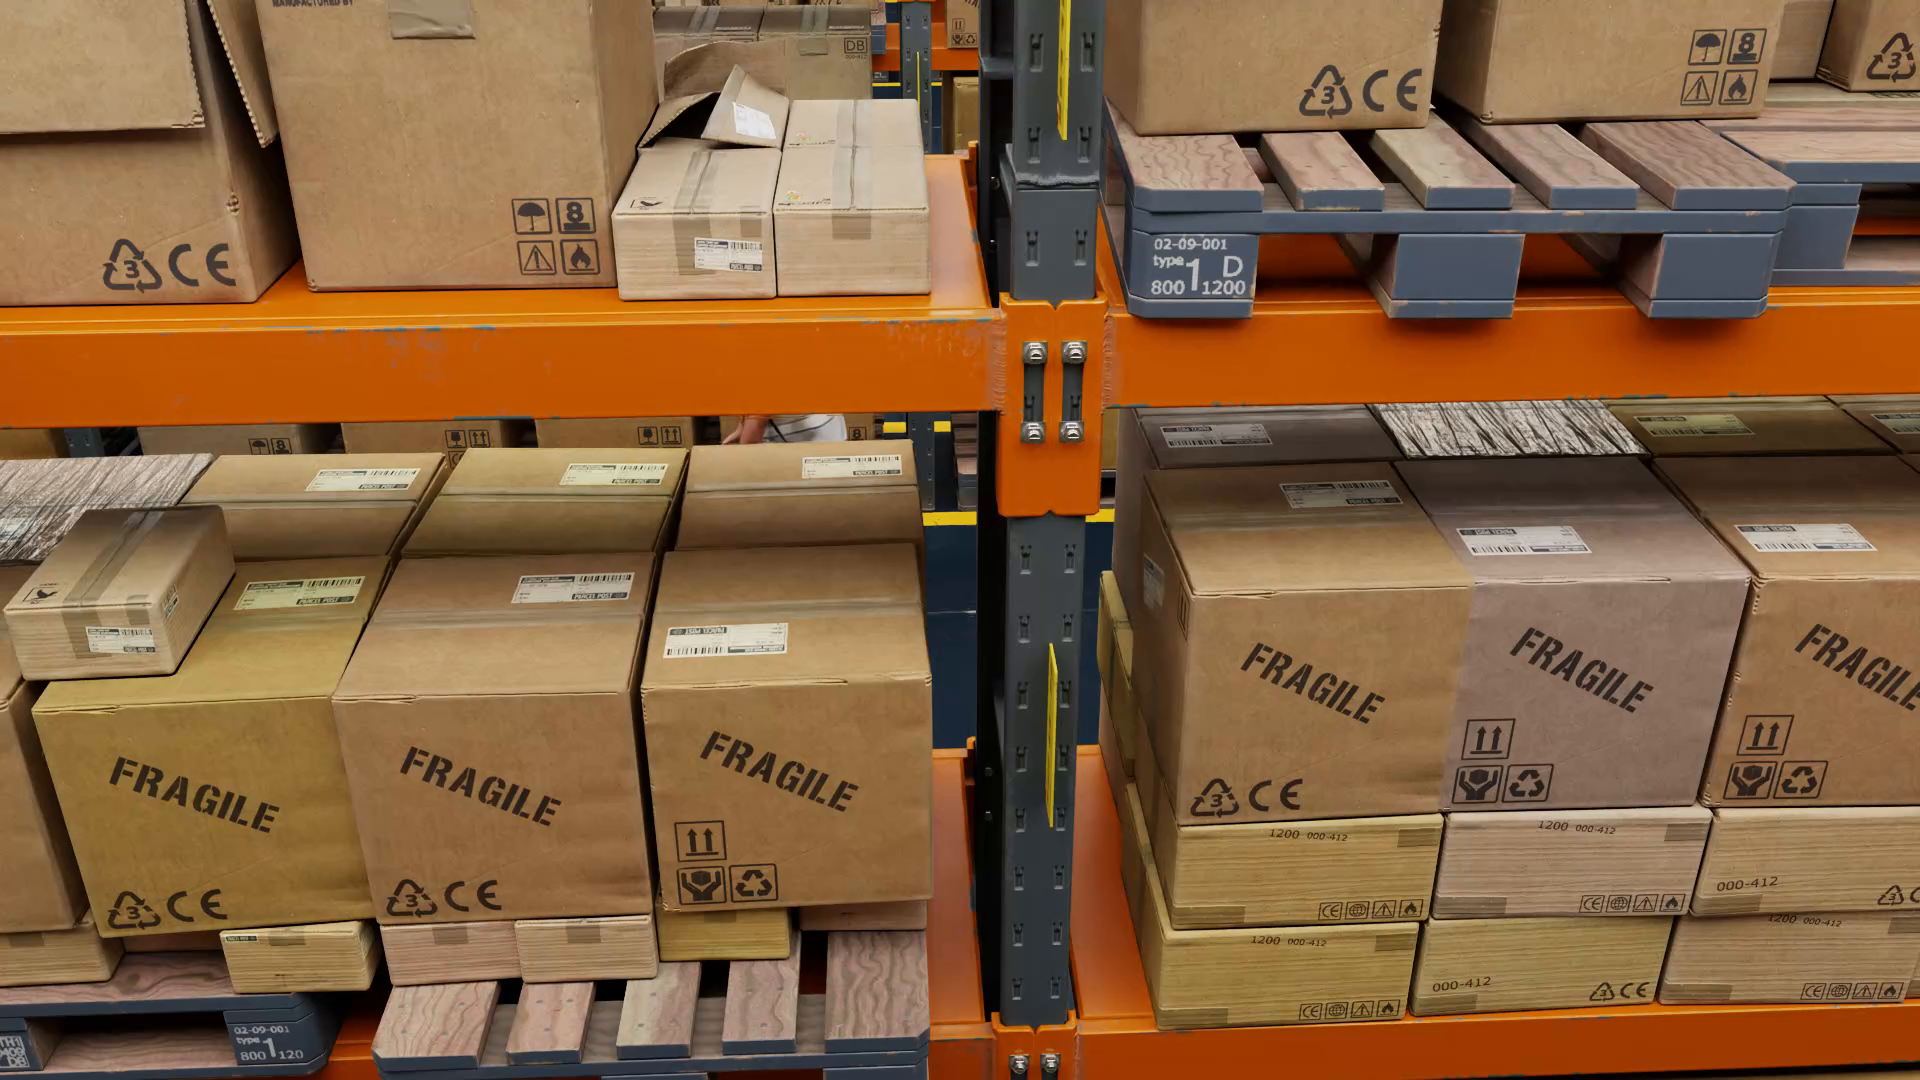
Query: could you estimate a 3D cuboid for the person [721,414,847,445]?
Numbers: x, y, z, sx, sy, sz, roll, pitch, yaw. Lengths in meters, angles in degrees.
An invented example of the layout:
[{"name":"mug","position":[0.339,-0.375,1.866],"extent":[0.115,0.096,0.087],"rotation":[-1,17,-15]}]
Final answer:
[{"name":"person","position":[-0.804,-0.375,7.021],"extent":[0.658,1.594,0.581],"rotation":[-1,27,-2]}]
